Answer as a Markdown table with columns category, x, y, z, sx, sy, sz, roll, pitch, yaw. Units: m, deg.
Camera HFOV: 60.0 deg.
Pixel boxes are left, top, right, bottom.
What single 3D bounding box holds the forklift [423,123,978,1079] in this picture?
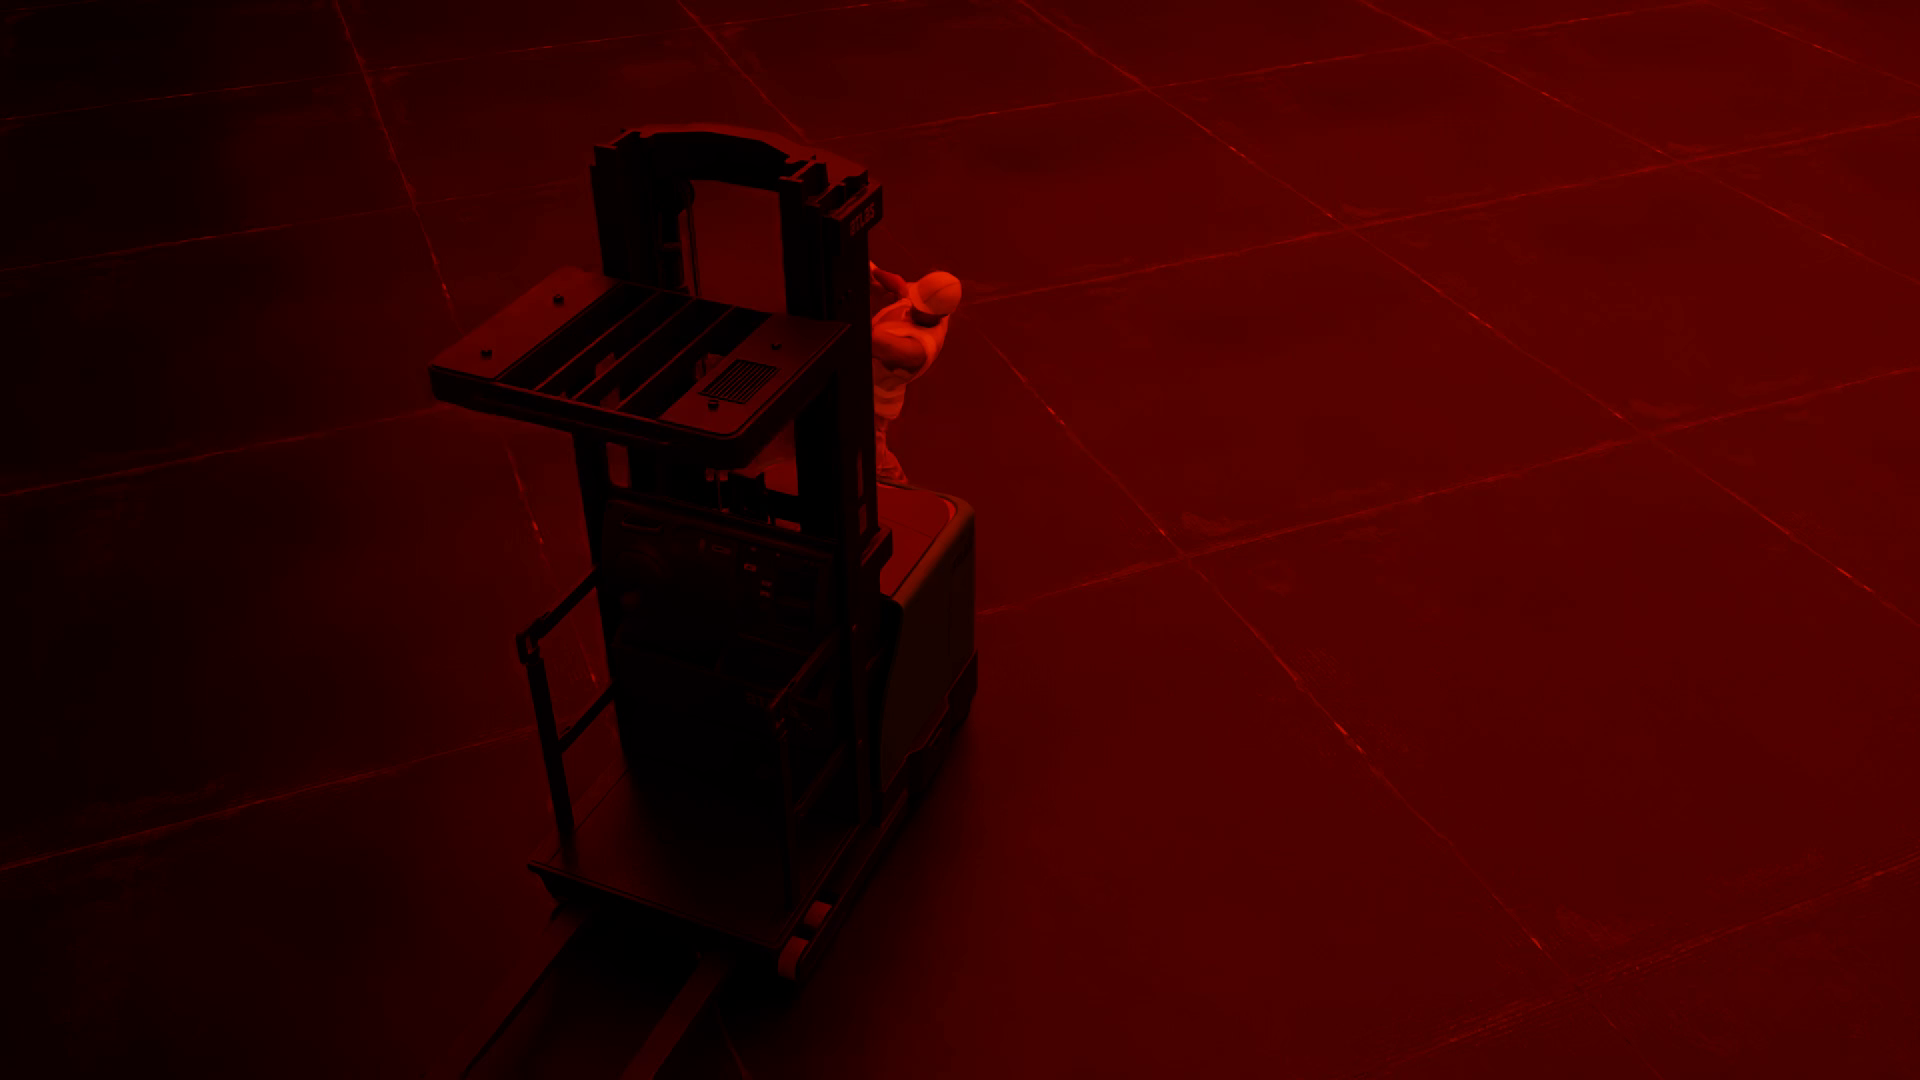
| category | x | y | z | sx | sy | sz | roll | pitch | yaw |
| --- | --- | --- | --- | --- | --- | --- | --- | --- | --- |
| forklift | -0.965 | 0.187 | 5.835 | 1.130 | 2.935 | 3.031 | 14 | 38 | 19 |

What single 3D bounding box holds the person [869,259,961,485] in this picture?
| category | x | y | z | sx | sy | sz | roll | pitch | yaw |
| --- | --- | --- | --- | --- | --- | --- | --- | --- | --- |
| person | -0.397 | -0.821 | 8.411 | 0.746 | 1.553 | 1.131 | -3 | 36 | -5 |
